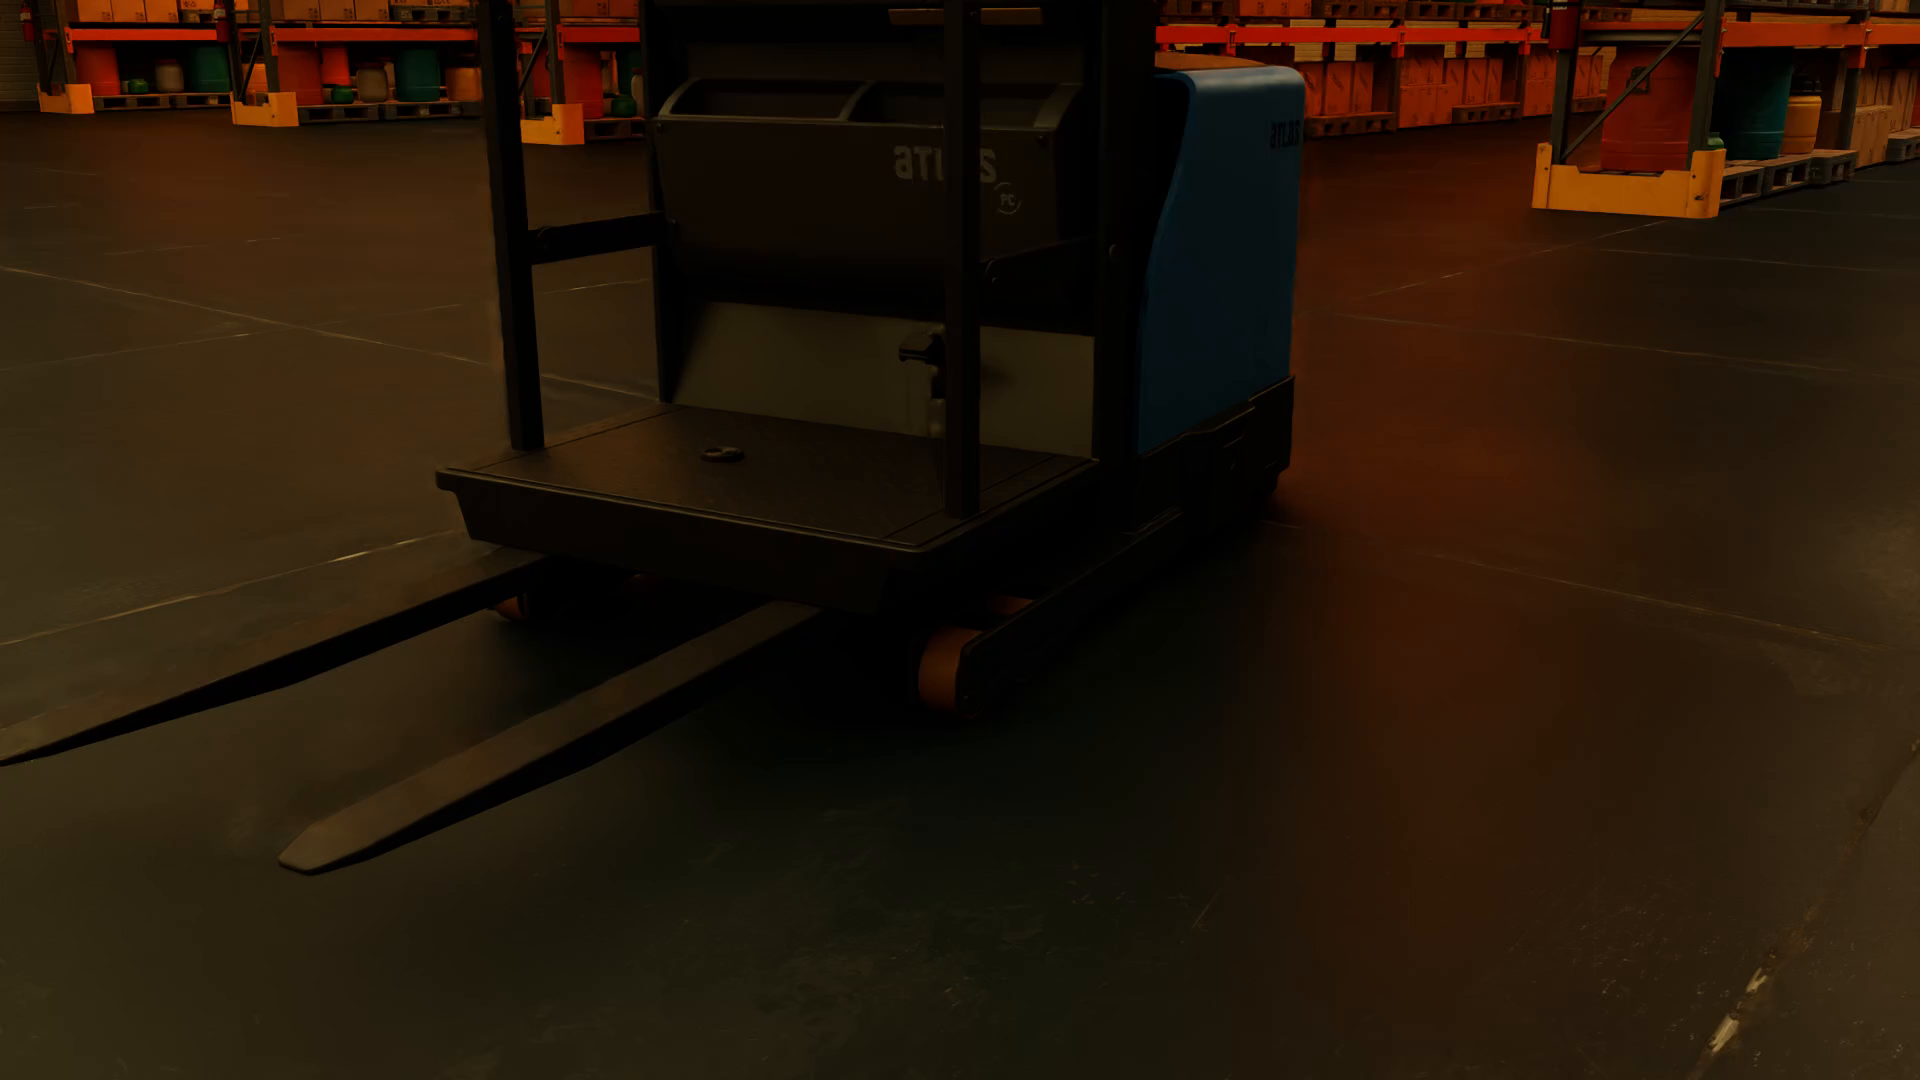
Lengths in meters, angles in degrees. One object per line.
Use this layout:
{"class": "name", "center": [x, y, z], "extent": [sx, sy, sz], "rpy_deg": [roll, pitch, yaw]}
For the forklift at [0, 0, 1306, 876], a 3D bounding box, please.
{"class": "forklift", "center": [-0.299, -1.238, 2.973], "extent": [1.130, 2.935, 3.031], "rpy_deg": [9, 19, 28]}
